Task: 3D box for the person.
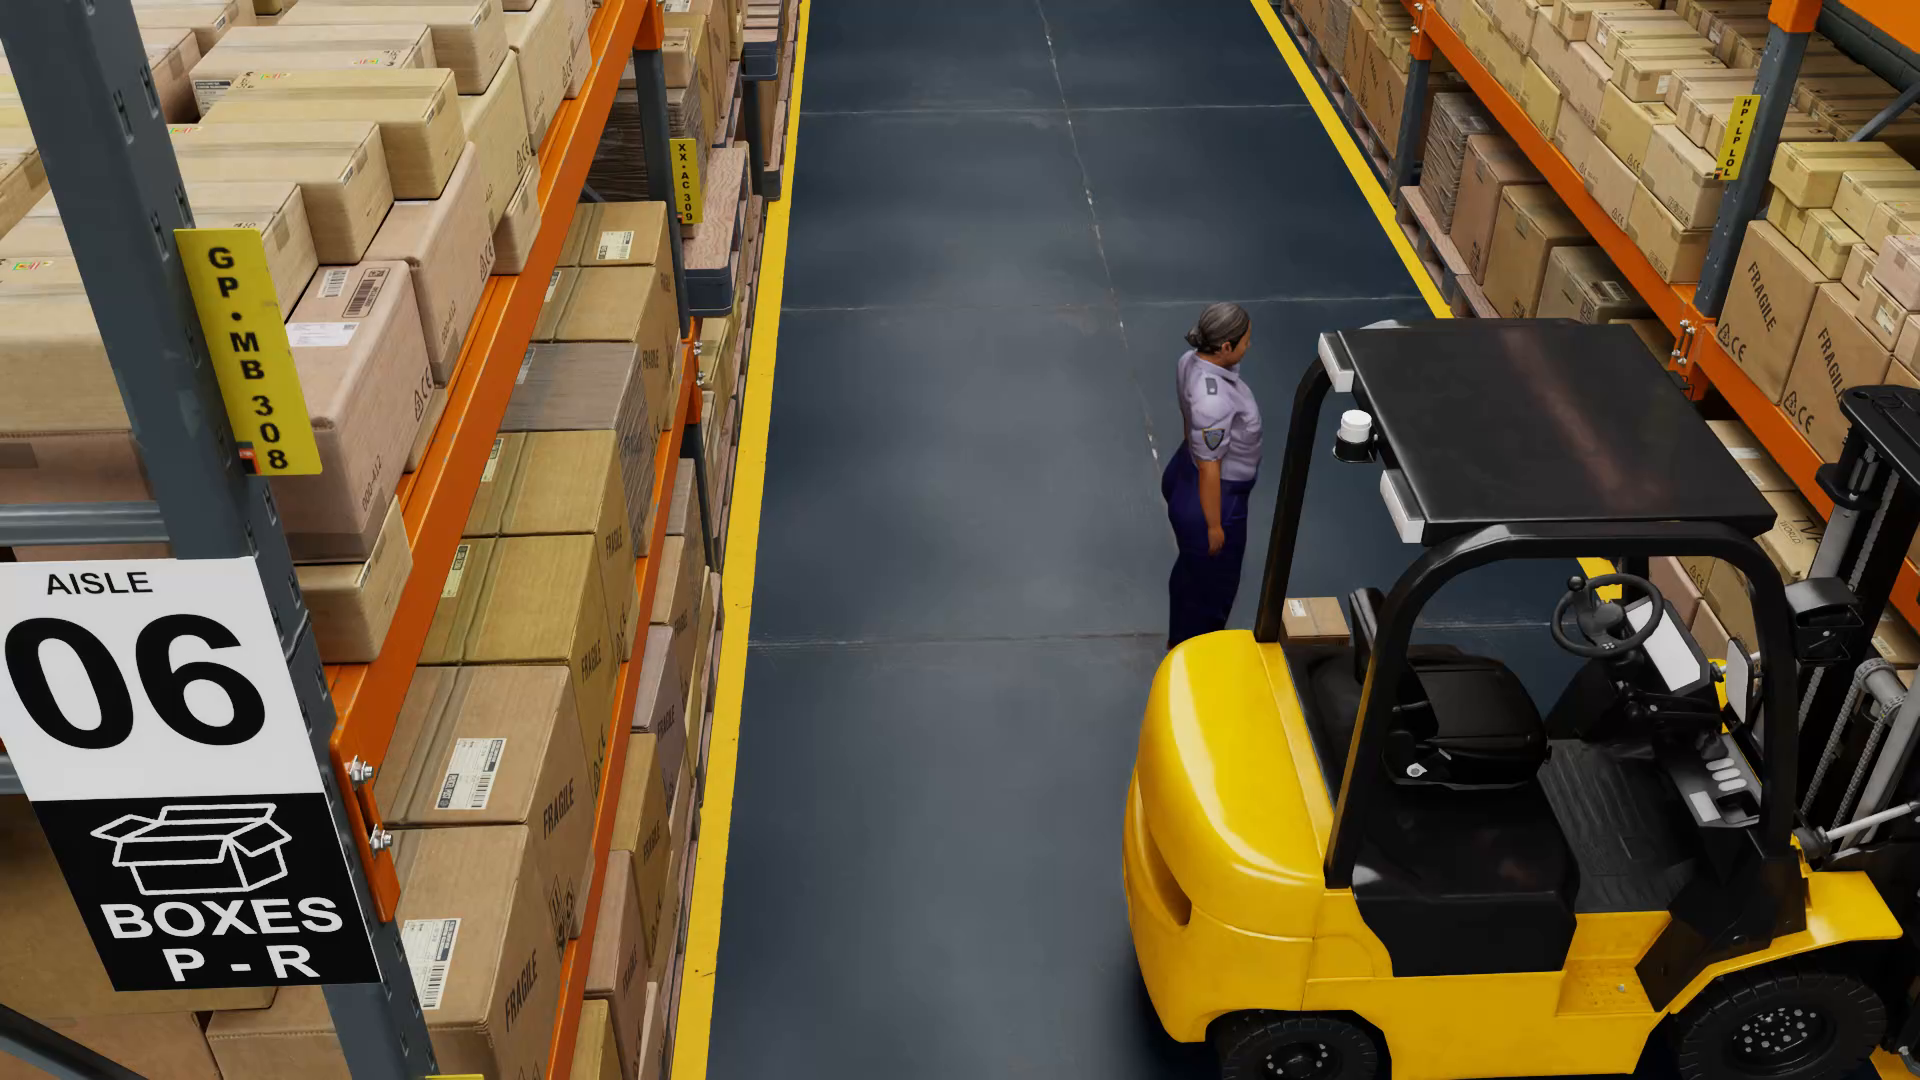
[{"bbox_3d":[0.981,-0.159,6.373,0.400,1.672,0.484,-1,35,-2],"label":"person"}]
